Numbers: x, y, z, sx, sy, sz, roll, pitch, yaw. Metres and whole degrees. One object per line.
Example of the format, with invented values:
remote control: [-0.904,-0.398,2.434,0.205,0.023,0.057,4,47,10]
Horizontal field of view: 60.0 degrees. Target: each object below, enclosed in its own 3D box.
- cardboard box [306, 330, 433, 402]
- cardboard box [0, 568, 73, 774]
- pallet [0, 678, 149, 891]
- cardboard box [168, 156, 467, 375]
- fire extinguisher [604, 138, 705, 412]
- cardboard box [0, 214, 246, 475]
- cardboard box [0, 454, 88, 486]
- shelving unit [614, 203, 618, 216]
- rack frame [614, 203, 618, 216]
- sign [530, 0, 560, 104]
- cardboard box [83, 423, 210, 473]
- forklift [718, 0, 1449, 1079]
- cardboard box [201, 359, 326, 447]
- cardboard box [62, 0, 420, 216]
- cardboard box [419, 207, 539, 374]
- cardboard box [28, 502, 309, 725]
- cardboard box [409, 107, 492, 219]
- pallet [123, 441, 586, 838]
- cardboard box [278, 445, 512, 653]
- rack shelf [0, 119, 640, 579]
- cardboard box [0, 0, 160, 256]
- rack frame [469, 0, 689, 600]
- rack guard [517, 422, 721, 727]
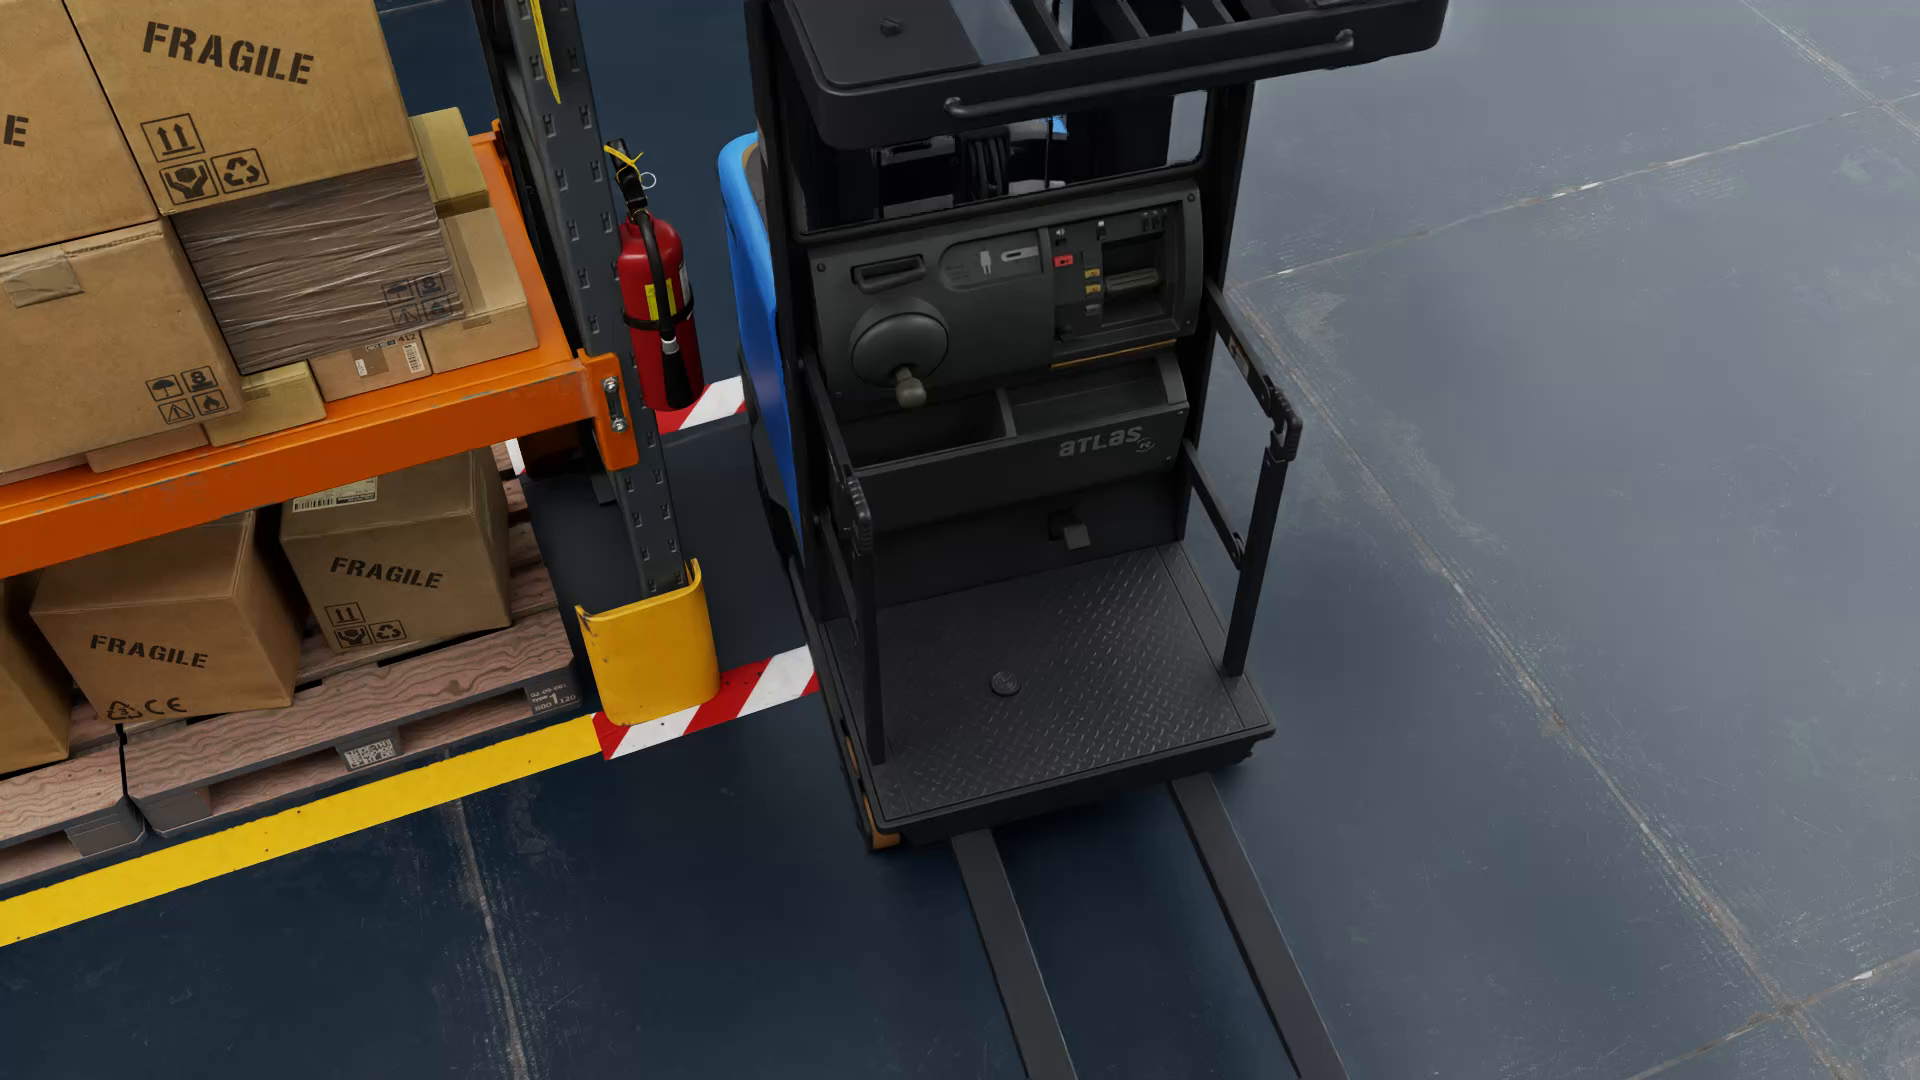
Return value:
cardboard box: [-1.409,-0.526,3.890,0.250,0.149,0.380,-17,52,-14]
cardboard box: [-2.703,0.301,4.385,0.500,0.500,0.500,-13,51,-11]
pallet: [-2.955,0.579,4.613,1.213,0.211,1.003,-17,52,-14]
cardboard box: [-1.511,-0.897,3.781,0.500,0.500,0.875,-17,52,-14]
fire extinguisher: [-0.711,-0.590,3.830,0.183,0.674,0.296,-17,52,-14]
cardboard box: [-1.929,-0.669,3.586,0.500,0.500,0.875,-17,52,-14]
cardboard box: [-2.105,-0.315,3.709,0.250,0.149,0.380,-17,52,-14]
shelving unit: [-1.690,-1.115,6.013,0.900,0.258,0.210,9,50,8]
rack frame: [-1.669,-1.190,6.078,0.900,0.240,0.006,9,50,8]
sign: [-0.800,-0.991,3.152,0.005,0.325,0.100,-17,52,-14]
cardboard box: [-1.858,-0.357,3.745,0.250,0.149,0.380,-17,52,-14]
forklift: [0.183,-0.460,3.713,1.130,2.935,3.031,-13,51,-11]
cardboard box: [-1.621,-0.418,3.798,0.250,0.149,0.380,-17,52,-14]
cardboard box: [-1.407,-1.030,3.236,0.500,0.500,0.500,-17,52,-14]
cardboard box: [-1.177,-0.597,3.951,0.250,0.149,0.380,-17,52,-14]
cardboard box: [-2.116,0.134,4.528,0.500,0.500,0.500,-5,50,-5]
cardboard box: [-1.346,-0.910,4.220,0.250,0.149,0.380,-17,52,-14]
pallet: [-1.827,0.232,4.911,1.213,0.211,1.003,-17,52,-14]
cardboard box: [-1.576,-0.061,4.696,0.500,0.500,0.500,-9,50,-7]
rack shelf: [-2.843,-0.098,3.831,4.000,0.370,1.077,-17,52,-14]
cardboard box: [-1.868,-0.883,3.110,0.500,0.500,0.500,-17,52,-14]
rack frame: [-0.992,-0.906,4.051,0.127,3.000,1.000,-17,52,-14]
rack guard: [-1.062,-0.070,4.980,0.348,0.500,1.175,-17,52,-14]
